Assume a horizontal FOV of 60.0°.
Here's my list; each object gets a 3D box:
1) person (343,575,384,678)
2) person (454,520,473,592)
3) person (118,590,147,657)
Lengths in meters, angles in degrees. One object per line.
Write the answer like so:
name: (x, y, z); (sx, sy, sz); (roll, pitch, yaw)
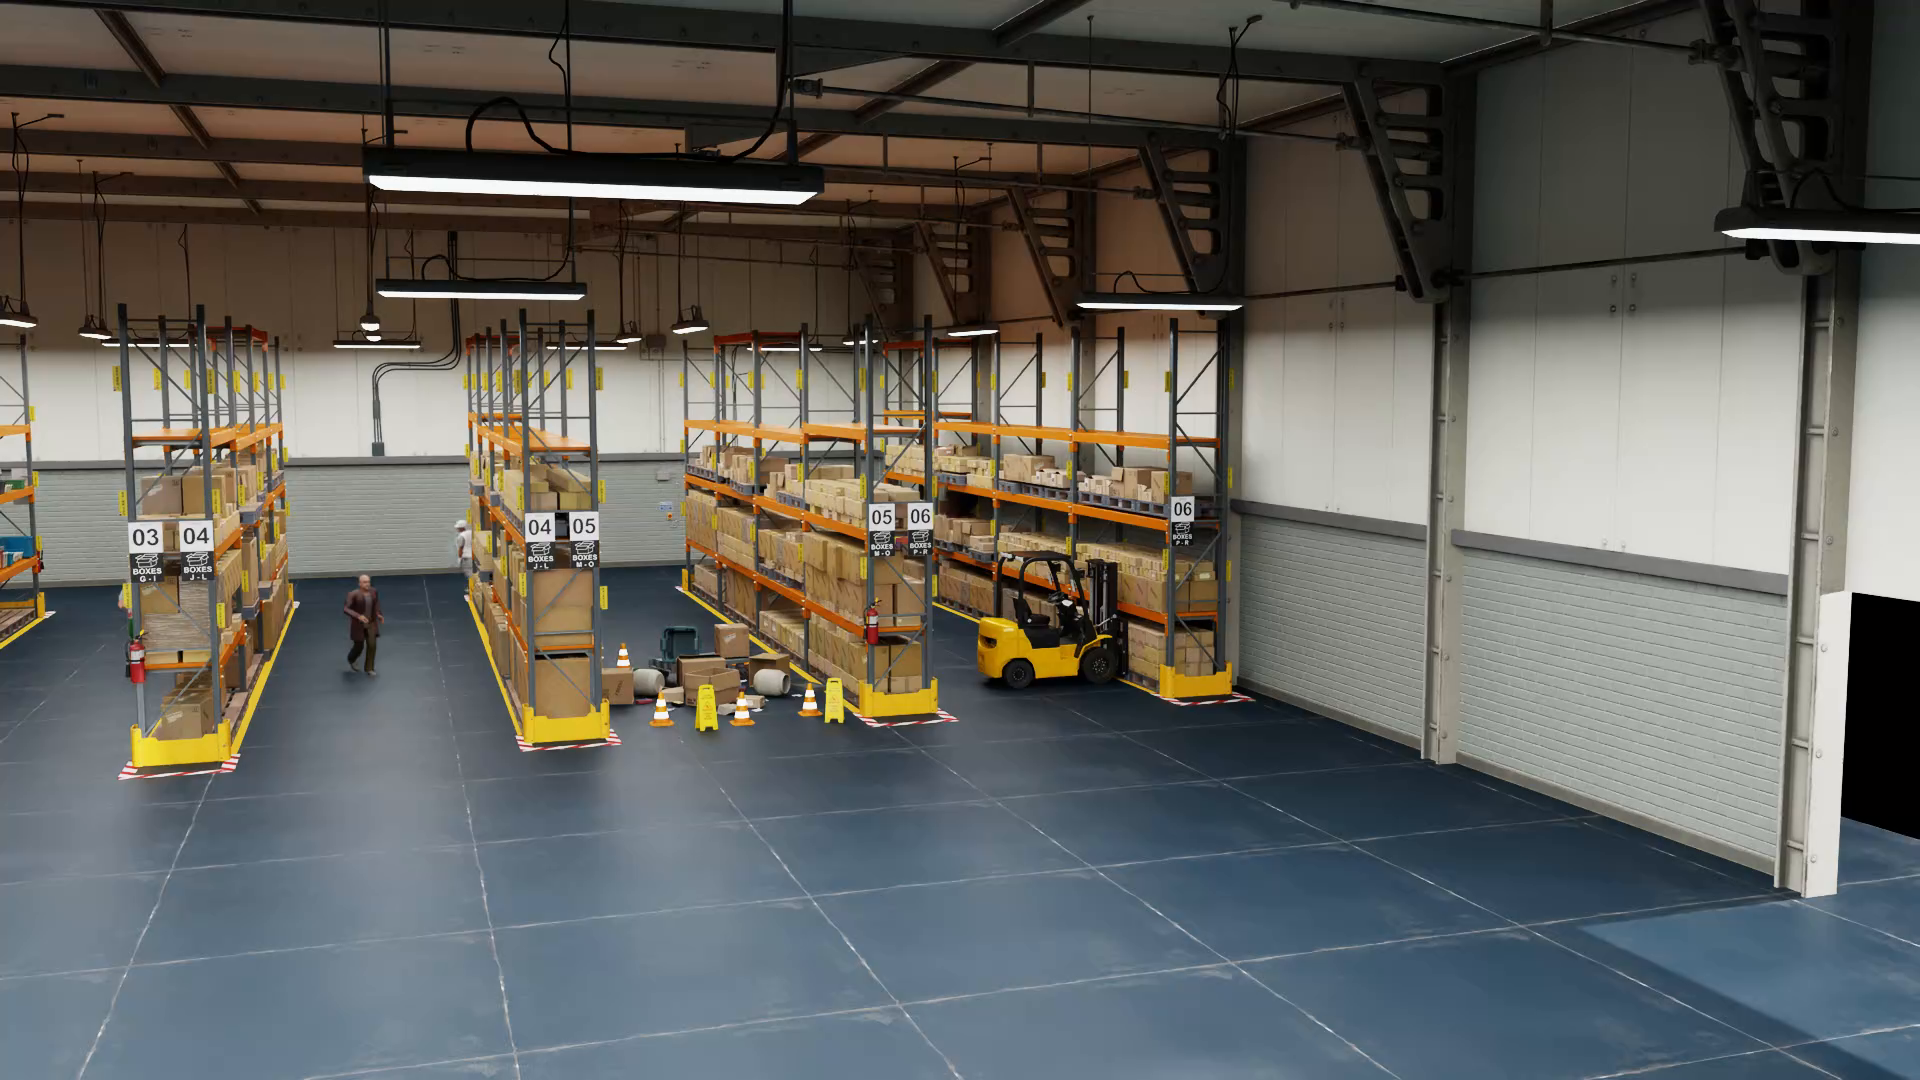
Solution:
person: (-10.226, 1.449, 28.383); (0.696, 1.741, 0.946); (-5, 7, -40)
person: (-11.674, 0.385, 39.377); (0.490, 1.744, 0.707); (0, 5, -2)
person: (-14.413, 1.367, 29.200); (0.671, 1.748, 0.911); (-3, 6, -32)
